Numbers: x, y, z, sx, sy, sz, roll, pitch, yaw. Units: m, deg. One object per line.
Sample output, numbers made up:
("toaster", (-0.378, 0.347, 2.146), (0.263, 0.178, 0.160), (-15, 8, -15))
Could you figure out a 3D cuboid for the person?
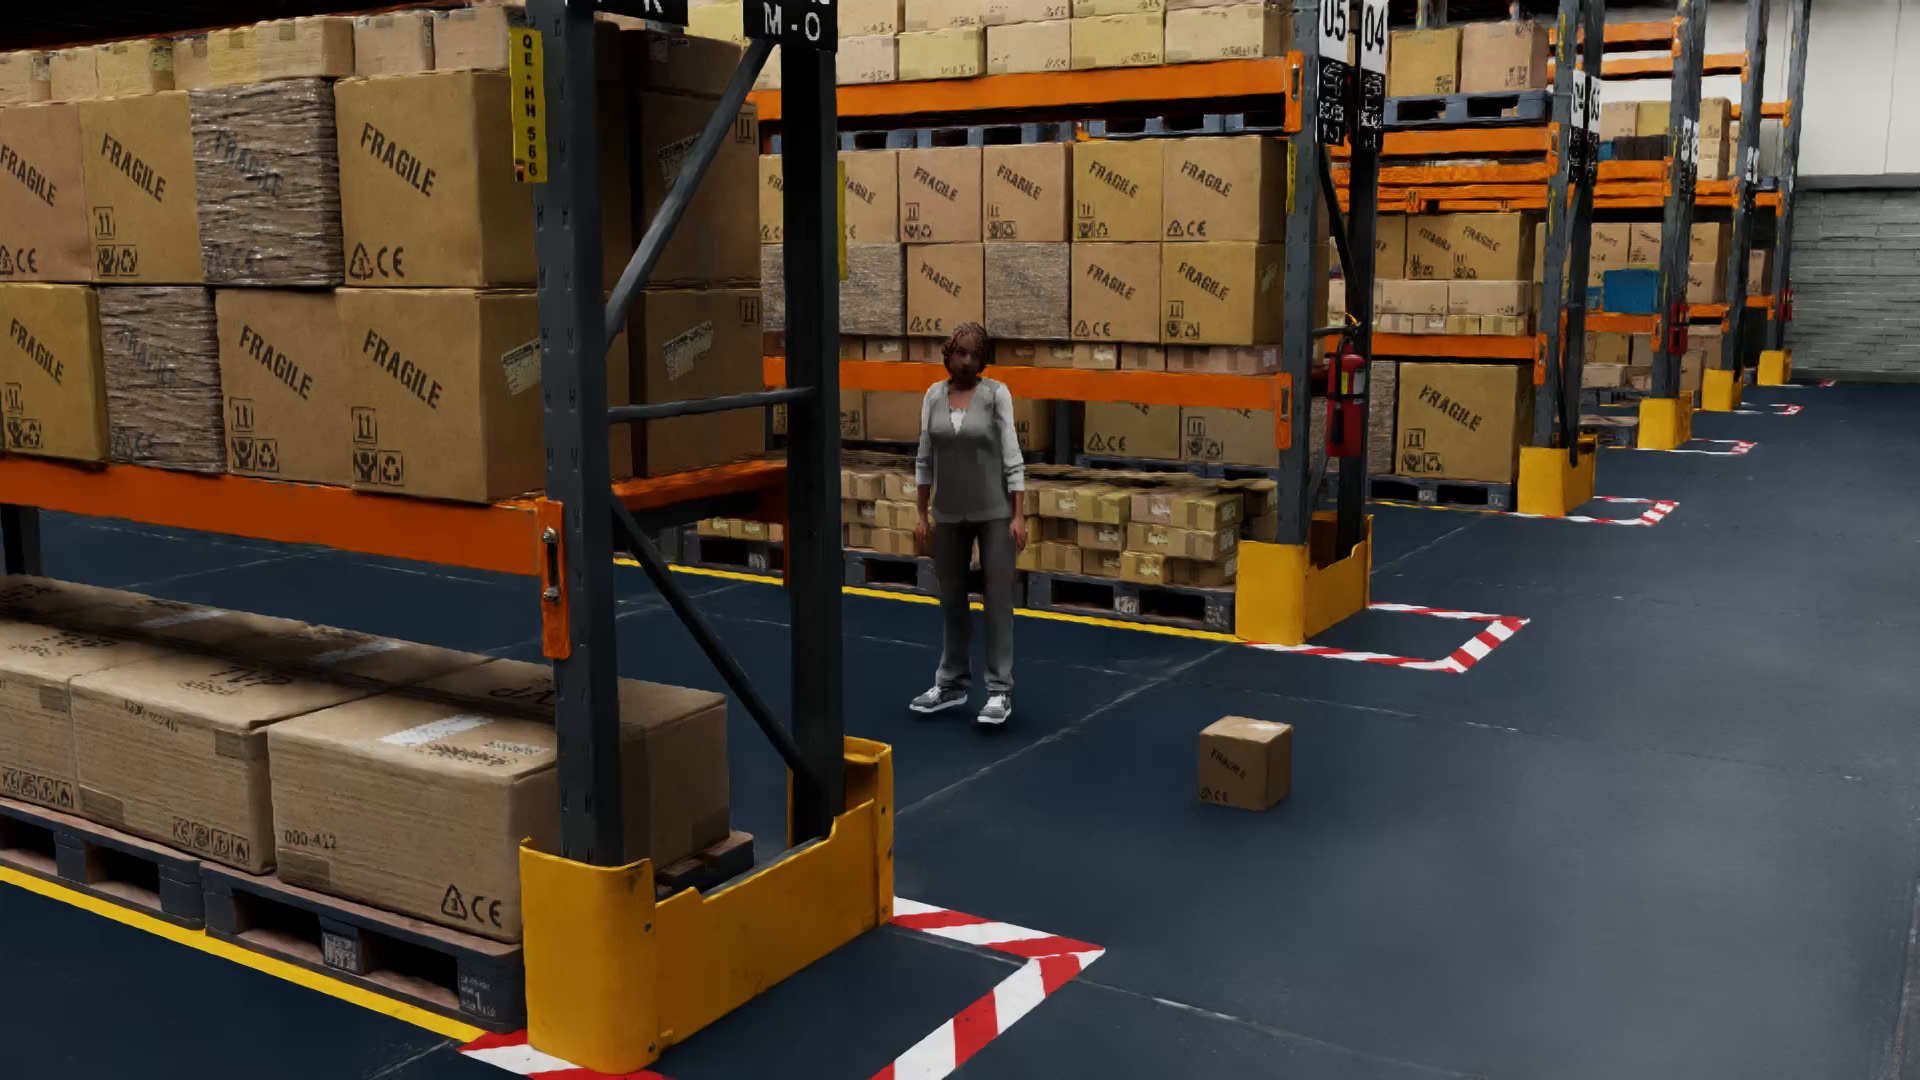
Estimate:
("person", (0.031, -0.016, 6.659), (0.506, 1.500, 0.406), (3, 10, 19))
